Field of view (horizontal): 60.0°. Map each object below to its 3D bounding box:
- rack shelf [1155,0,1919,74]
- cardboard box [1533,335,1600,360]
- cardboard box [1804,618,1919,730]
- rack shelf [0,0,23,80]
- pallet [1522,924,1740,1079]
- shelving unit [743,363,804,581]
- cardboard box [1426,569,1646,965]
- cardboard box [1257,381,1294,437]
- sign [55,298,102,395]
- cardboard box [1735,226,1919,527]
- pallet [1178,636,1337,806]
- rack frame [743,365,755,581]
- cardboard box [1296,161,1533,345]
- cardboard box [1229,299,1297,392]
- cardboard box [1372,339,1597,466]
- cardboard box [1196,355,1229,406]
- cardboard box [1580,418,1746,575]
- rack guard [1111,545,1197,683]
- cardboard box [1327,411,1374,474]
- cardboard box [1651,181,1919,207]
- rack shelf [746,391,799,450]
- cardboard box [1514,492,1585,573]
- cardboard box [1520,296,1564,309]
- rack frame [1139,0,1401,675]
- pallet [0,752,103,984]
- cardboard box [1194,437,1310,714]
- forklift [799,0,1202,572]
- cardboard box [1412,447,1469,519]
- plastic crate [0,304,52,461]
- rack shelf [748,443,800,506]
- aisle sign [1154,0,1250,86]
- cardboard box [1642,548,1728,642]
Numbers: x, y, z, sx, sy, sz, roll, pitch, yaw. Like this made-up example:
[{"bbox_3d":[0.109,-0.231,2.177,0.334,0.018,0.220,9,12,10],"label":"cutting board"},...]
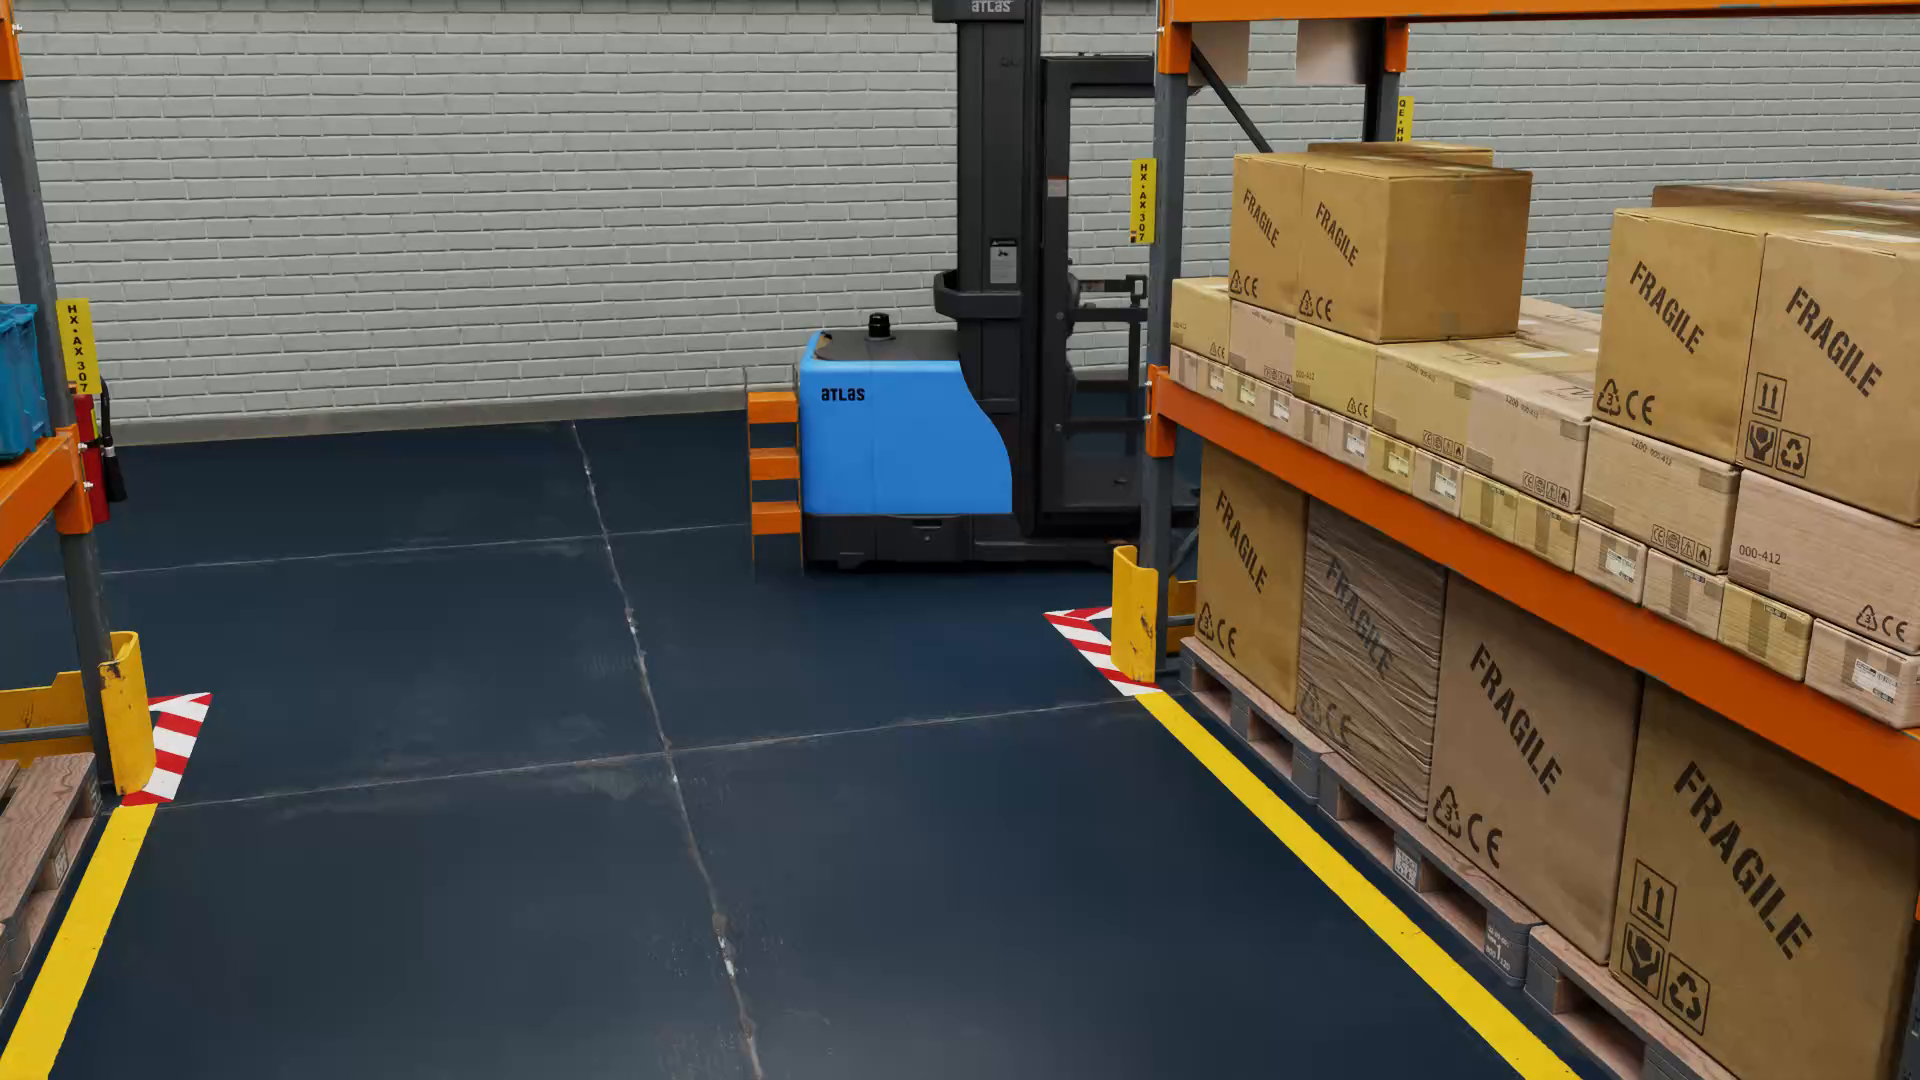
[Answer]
[{"bbox_3d":[1.803,-1.458,4.629,1.077,0.370,4.000,-5,17,-15],"label":"rack shelf"},{"bbox_3d":[2.068,-0.452,4.987,0.500,0.250,0.500,-5,17,-15],"label":"cardboard box"},{"bbox_3d":[1.954,0.249,3.346,0.380,0.149,0.250,-5,17,-15],"label":"cardboard box"},{"bbox_3d":[-2.959,-1.067,3.326,1.077,0.370,4.000,-5,17,-15],"label":"rack shelf"},{"bbox_3d":[2.219,1.306,4.237,1.003,0.211,1.213,-5,17,-15],"label":"pallet"},{"bbox_3d":[-0.925,-0.335,8.243,0.252,1.050,0.215,-3,17,-10],"label":"shelving unit"},{"bbox_3d":[2.001,0.566,4.818,0.875,0.875,0.875,-5,17,-15],"label":"cardboard box"},{"bbox_3d":[1.249,-0.461,5.710,0.380,0.149,0.250,-5,17,-16],"label":"cardboard box"},{"bbox_3d":[-2.984,-0.654,5.632,0.100,0.325,0.005,-5,17,-15],"label":"sign"},{"bbox_3d":[1.969,-0.349,3.339,0.500,0.500,0.500,-4,17,-14],"label":"cardboard box"},{"bbox_3d":[1.549,0.631,6.484,1.003,0.211,1.213,-5,17,-15],"label":"pallet"},{"bbox_3d":[-1.045,-0.329,8.223,0.008,1.050,0.200,-3,17,-10],"label":"rack frame"},{"bbox_3d":[1.412,-0.914,5.221,0.500,0.500,0.500,-5,17,-17],"label":"cardboard box"},{"bbox_3d":[1.275,-0.693,5.788,0.500,0.250,0.500,-5,17,-16],"label":"cardboard box"},{"bbox_3d":[1.558,-0.410,4.845,0.500,0.250,0.500,-5,17,-16],"label":"cardboard box"},{"bbox_3d":[1.106,-0.604,6.185,0.380,0.149,0.250,-5,17,-16],"label":"cardboard box"},{"bbox_3d":[1.835,-0.128,3.908,0.500,0.250,0.500,-4,17,-14],"label":"cardboard box"},{"bbox_3d":[1.247,0.271,7.181,1.175,0.500,0.348,-5,17,-15],"label":"rack guard"},{"bbox_3d":[1.390,-0.319,5.238,0.380,0.149,0.250,-5,17,-16],"label":"cardboard box"},{"bbox_3d":[2.192,-0.676,4.428,0.500,0.500,0.500,-5,18,-17],"label":"cardboard box"},{"bbox_3d":[-0.925,-0.597,8.165,0.240,0.259,0.215,-3,17,-10],"label":"rack shelf"},{"bbox_3d":[1.671,-0.036,4.294,0.380,0.149,0.250,-4,17,-14],"label":"cardboard box"},{"bbox_3d":[1.781,-0.737,5.934,0.500,0.250,0.500,-5,17,-16],"label":"cardboard box"},{"bbox_3d":[1.254,-0.919,6.799,1.000,3.000,0.127,-5,17,-15],"label":"rack frame"},{"bbox_3d":[-3.319,1.039,5.127,1.003,0.211,1.213,-5,17,-15],"label":"pallet"},{"bbox_3d":[1.506,0.068,6.476,0.875,0.875,0.875,-5,17,-15],"label":"cardboard box"},{"bbox_3d":[0.702,-1.390,8.483,3.031,2.935,1.130,0,17,-1],"label":"forklift"},{"bbox_3d":[1.532,-0.177,4.764,0.380,0.149,0.250,-4,17,-14],"label":"cardboard box"},{"bbox_3d":[-3.237,-0.496,5.222,0.616,0.435,0.499,-5,17,-15],"label":"plastic crate"},{"bbox_3d":[-0.925,-0.325,8.247,0.240,0.259,0.215,-3,17,-10],"label":"rack shelf"},{"bbox_3d":[0.945,-2.161,6.412,0.394,0.787,0.004,-5,17,-15],"label":"aisle sign"},{"bbox_3d":[1.813,0.107,3.820,0.380,0.149,0.250,-5,17,-16],"label":"cardboard box"}]
